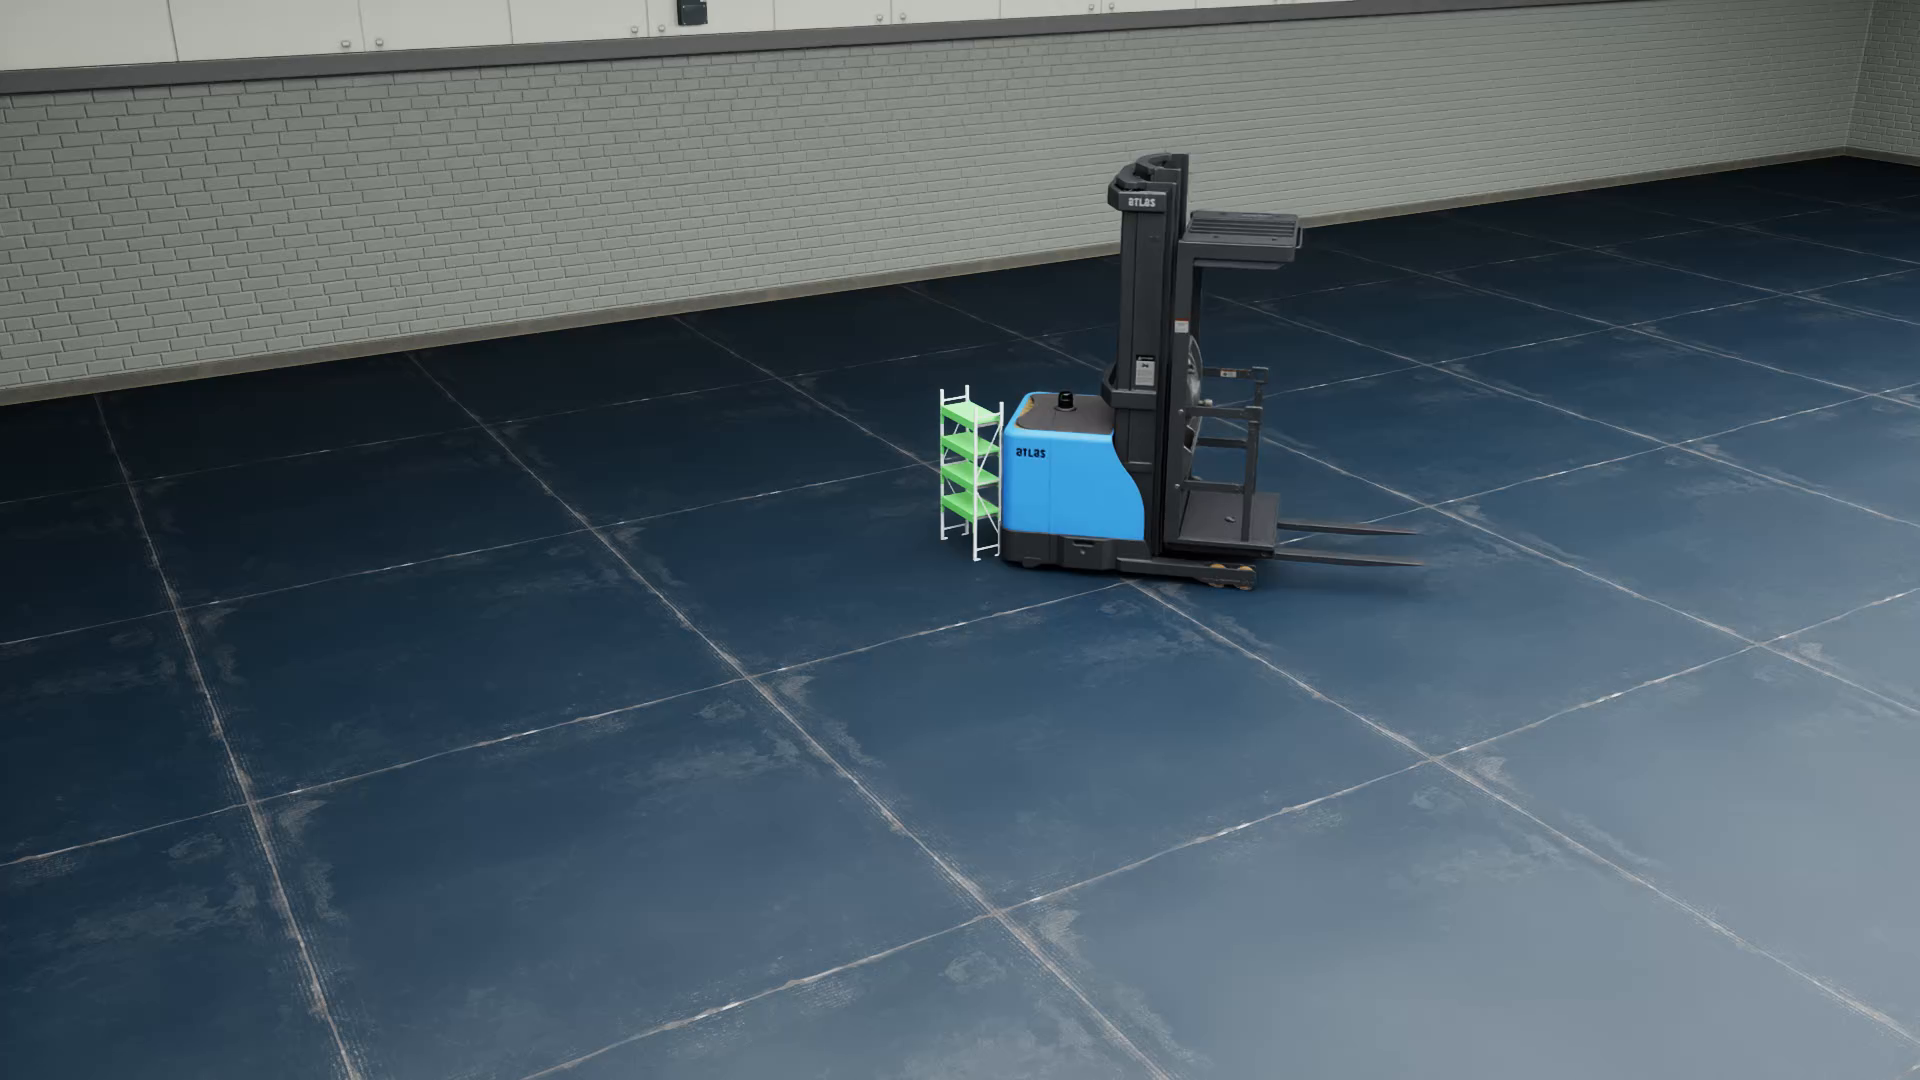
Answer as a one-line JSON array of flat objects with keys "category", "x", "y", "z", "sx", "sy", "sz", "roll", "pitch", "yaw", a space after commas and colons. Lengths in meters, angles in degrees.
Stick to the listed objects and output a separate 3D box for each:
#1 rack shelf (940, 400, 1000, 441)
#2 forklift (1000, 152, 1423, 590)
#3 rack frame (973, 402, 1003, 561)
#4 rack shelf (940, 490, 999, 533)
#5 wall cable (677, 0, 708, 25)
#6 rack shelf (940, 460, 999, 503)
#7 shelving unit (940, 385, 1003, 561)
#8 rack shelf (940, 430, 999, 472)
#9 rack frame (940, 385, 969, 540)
[{"category": "rack shelf", "x": 0.083, "y": -0.888, "z": 12.298, "sx": 0.258, "sy": 0.148, "sz": 0.480, "roll": -12, "pitch": 25, "yaw": -28}, {"category": "forklift", "x": 1.870, "y": -1.219, "z": 11.919, "sx": 3.031, "sy": 2.935, "sz": 1.130, "roll": 5, "pitch": 23, "yaw": 11}, {"category": "rack frame", "x": 0.207, "y": -0.424, "z": 12.259, "sx": 0.240, "sy": 1.200, "sz": 0.015, "roll": -12, "pitch": 25, "yaw": -28}, {"category": "rack shelf", "x": 0.082, "y": -0.221, "z": 12.568, "sx": 0.258, "sy": 0.148, "sz": 0.480, "roll": -12, "pitch": 25, "yaw": -28}, {"category": "wall cable", "x": -2.056, "y": -8.617, "z": 17.545, "sx": 2.305, "sy": 6.003, "sz": 0.169, "roll": -13, "pitch": 25, "yaw": -28}, {"category": "rack shelf", "x": 0.083, "y": -0.444, "z": 12.478, "sx": 0.258, "sy": 0.148, "sz": 0.480, "roll": -12, "pitch": 25, "yaw": -28}, {"category": "shelving unit", "x": 0.083, "y": -0.503, "z": 12.454, "sx": 0.258, "sy": 1.200, "sz": 0.503, "roll": -12, "pitch": 25, "yaw": -28}, {"category": "rack shelf", "x": 0.083, "y": -0.666, "z": 12.388, "sx": 0.258, "sy": 0.148, "sz": 0.480, "roll": -12, "pitch": 25, "yaw": -28}, {"category": "rack frame", "x": -0.041, "y": -0.582, "z": 12.649, "sx": 0.240, "sy": 1.200, "sz": 0.015, "roll": -12, "pitch": 25, "yaw": -28}]
